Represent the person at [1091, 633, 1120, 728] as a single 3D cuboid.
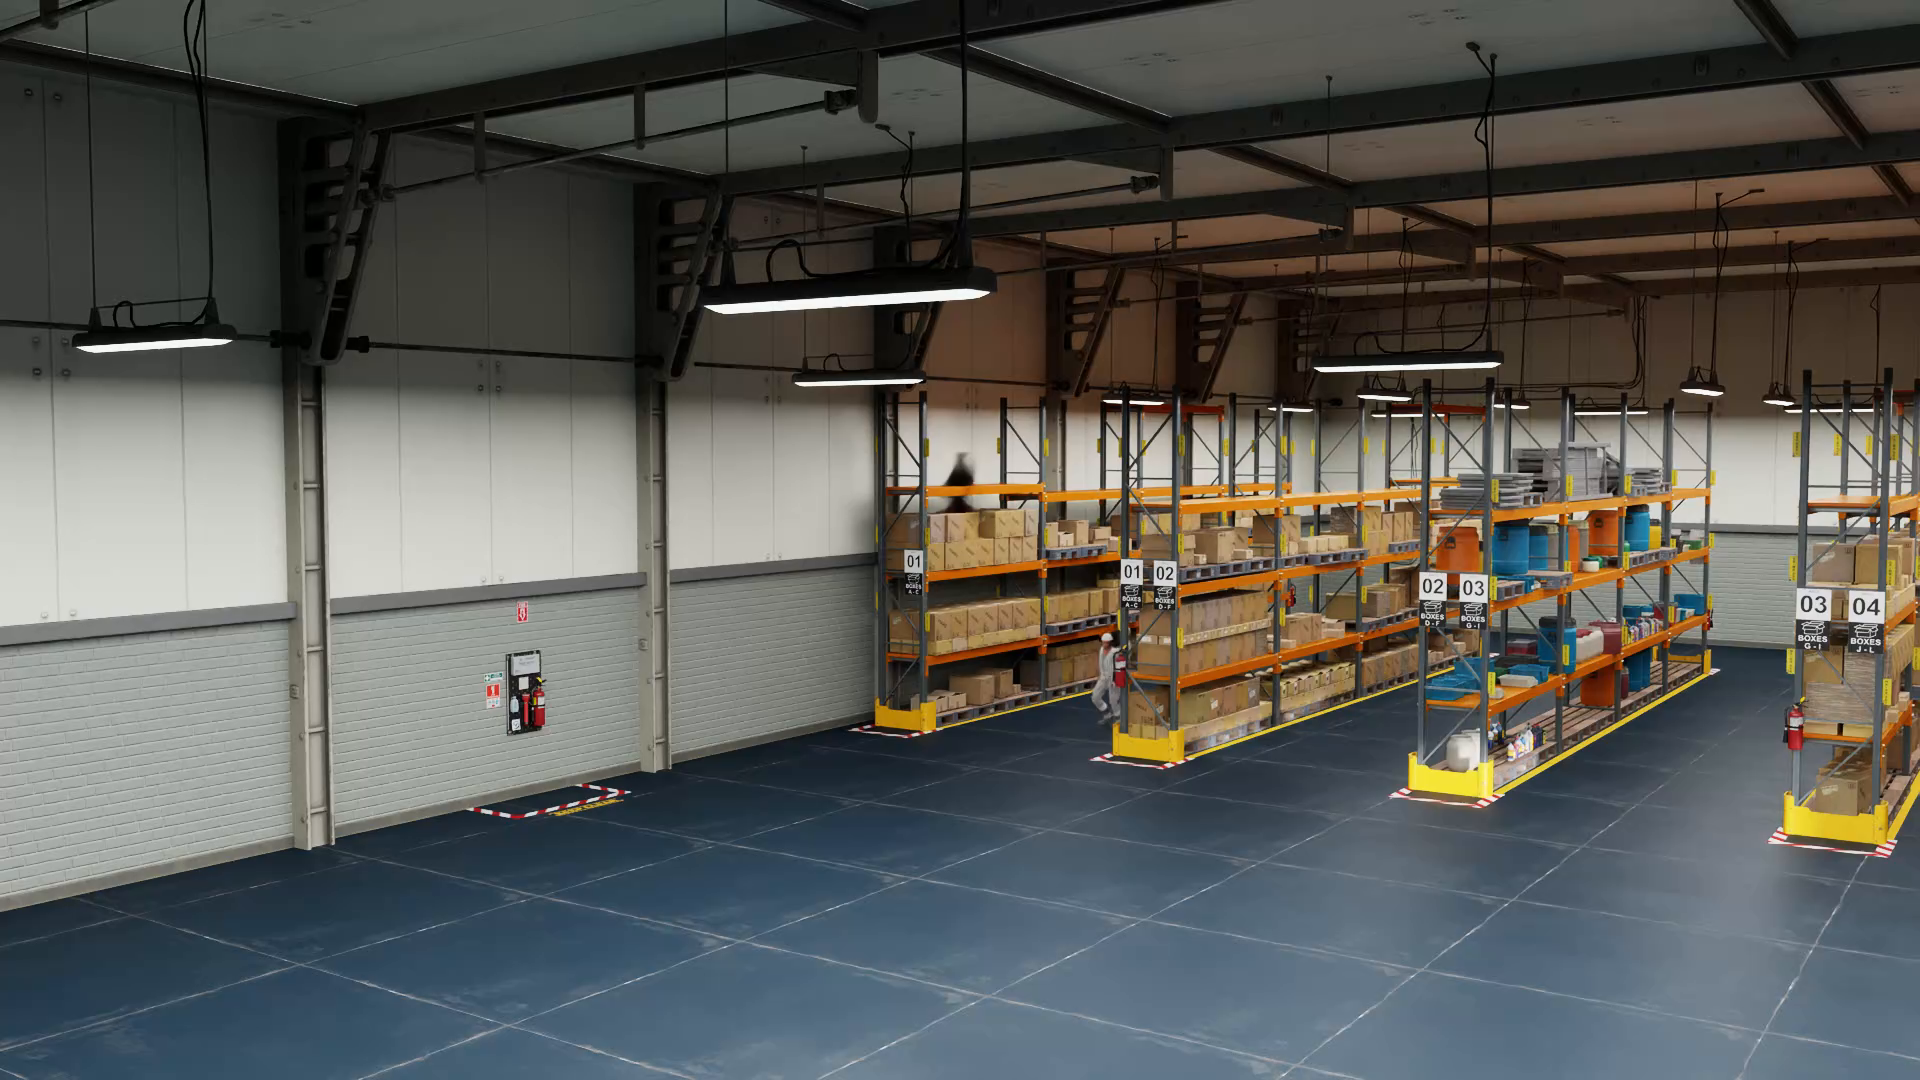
[{"bbox_3d":[2.647,2.491,29.442,0.699,1.723,0.678,-3,4,-43],"label":"person"}]
